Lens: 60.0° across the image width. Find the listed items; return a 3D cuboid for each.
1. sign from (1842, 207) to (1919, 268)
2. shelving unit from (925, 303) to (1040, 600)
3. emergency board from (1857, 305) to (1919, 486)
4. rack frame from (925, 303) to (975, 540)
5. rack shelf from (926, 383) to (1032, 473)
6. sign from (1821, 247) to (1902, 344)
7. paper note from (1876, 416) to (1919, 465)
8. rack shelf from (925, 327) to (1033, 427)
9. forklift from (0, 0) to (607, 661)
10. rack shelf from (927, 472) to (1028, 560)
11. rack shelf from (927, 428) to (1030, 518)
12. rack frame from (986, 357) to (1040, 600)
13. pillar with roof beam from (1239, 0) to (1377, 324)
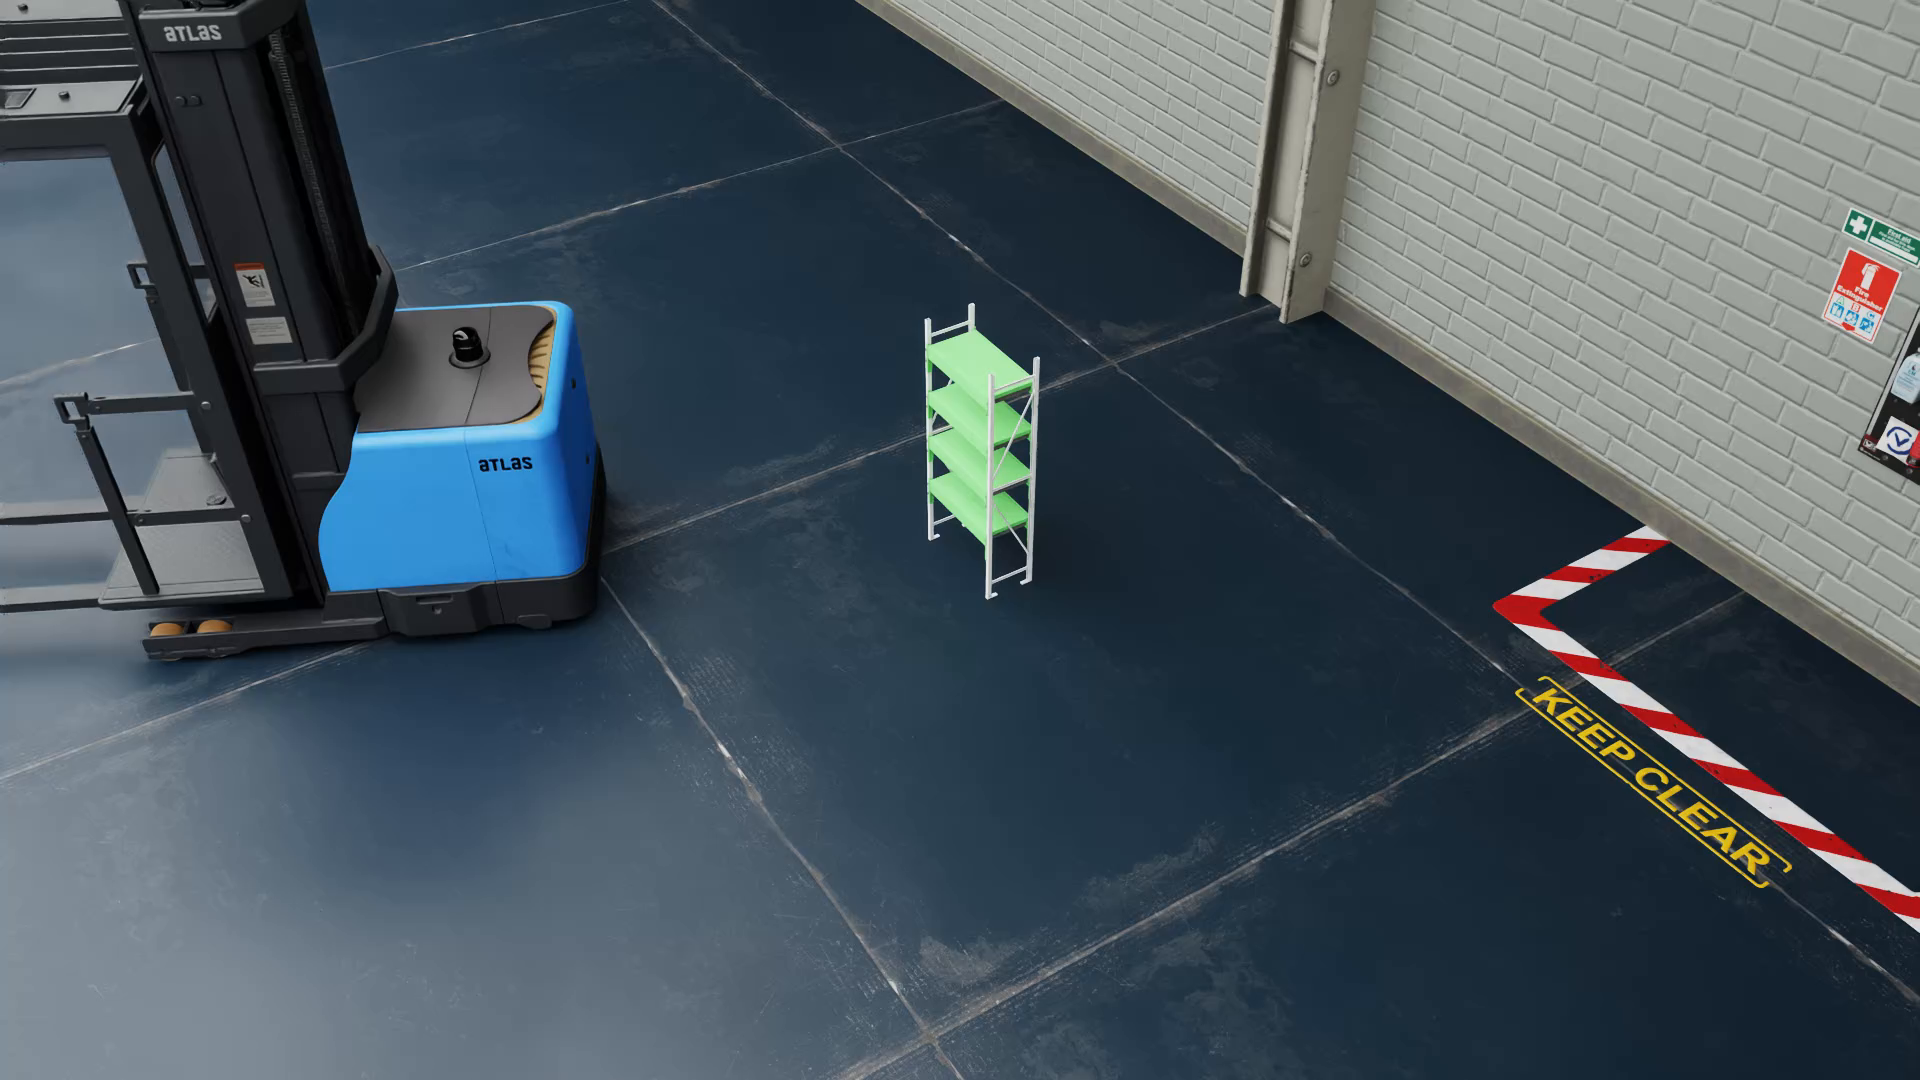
[{"bbox_3d":[3.531,-1.157,6.353,0.001,0.109,0.331,-22,45,-24],"label":"sign"},{"bbox_3d":[0.089,-0.372,7.259,0.258,1.200,0.503,-22,45,-24],"label":"shelving unit"},{"bbox_3d":[3.747,-0.611,6.140,0.194,1.169,0.643,-22,45,-24],"label":"emergency board"},{"bbox_3d":[-0.042,-0.503,7.417,0.240,1.200,0.015,-22,45,-24],"label":"rack frame"},{"bbox_3d":[0.089,-0.507,7.146,0.258,0.148,0.480,-22,45,-24],"label":"rack shelf"},{"bbox_3d":[3.536,-0.959,6.530,0.001,0.329,0.234,-22,45,-24],"label":"sign"},{"bbox_3d":[3.710,-0.392,6.566,0.016,0.148,0.142,-22,45,-24],"label":"paper note"},{"bbox_3d":[0.089,-0.691,6.992,0.258,0.148,0.480,-22,45,-24],"label":"rack shelf"},{"bbox_3d":[-3.154,-0.965,6.618,3.031,2.935,1.130,-4,40,-5],"label":"forklift"},{"bbox_3d":[0.089,-0.138,7.453,0.258,0.148,0.480,-22,45,-24],"label":"rack shelf"},{"bbox_3d":[0.089,-0.323,7.300,0.258,0.148,0.480,-22,45,-24],"label":"rack shelf"},{"bbox_3d":[0.220,-0.240,7.101,0.240,1.200,0.015,-22,45,-24],"label":"rack frame"},{"bbox_3d":[-1.813,-3.326,4.712,9.100,9.000,0.400,-22,45,-24],"label":"pillar with roof beam"}]
